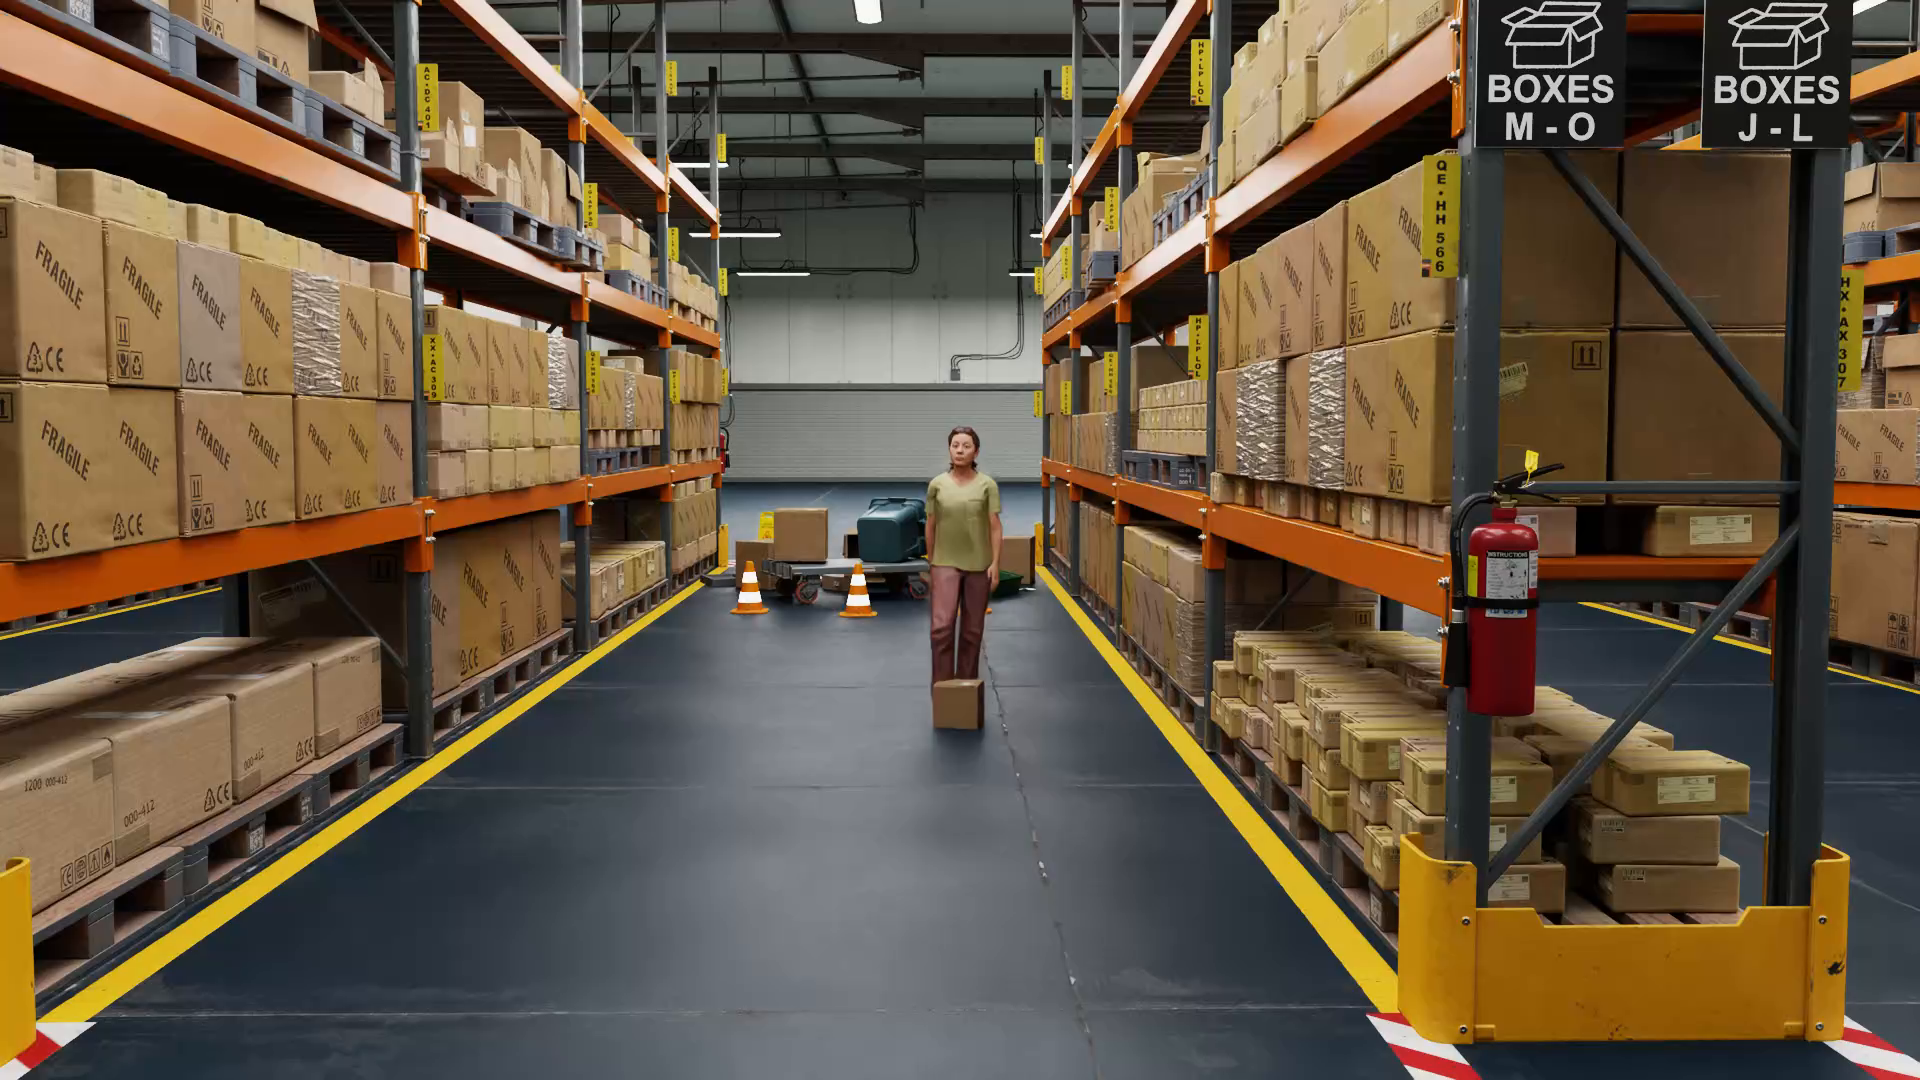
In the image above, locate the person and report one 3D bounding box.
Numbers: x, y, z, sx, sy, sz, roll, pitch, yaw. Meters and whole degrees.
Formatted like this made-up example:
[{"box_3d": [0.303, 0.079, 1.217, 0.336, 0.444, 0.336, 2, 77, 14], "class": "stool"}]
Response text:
[{"box_3d": [0.024, 0.215, 9.506, 0.445, 1.732, 0.601, 0, 4, -3], "class": "person"}]
